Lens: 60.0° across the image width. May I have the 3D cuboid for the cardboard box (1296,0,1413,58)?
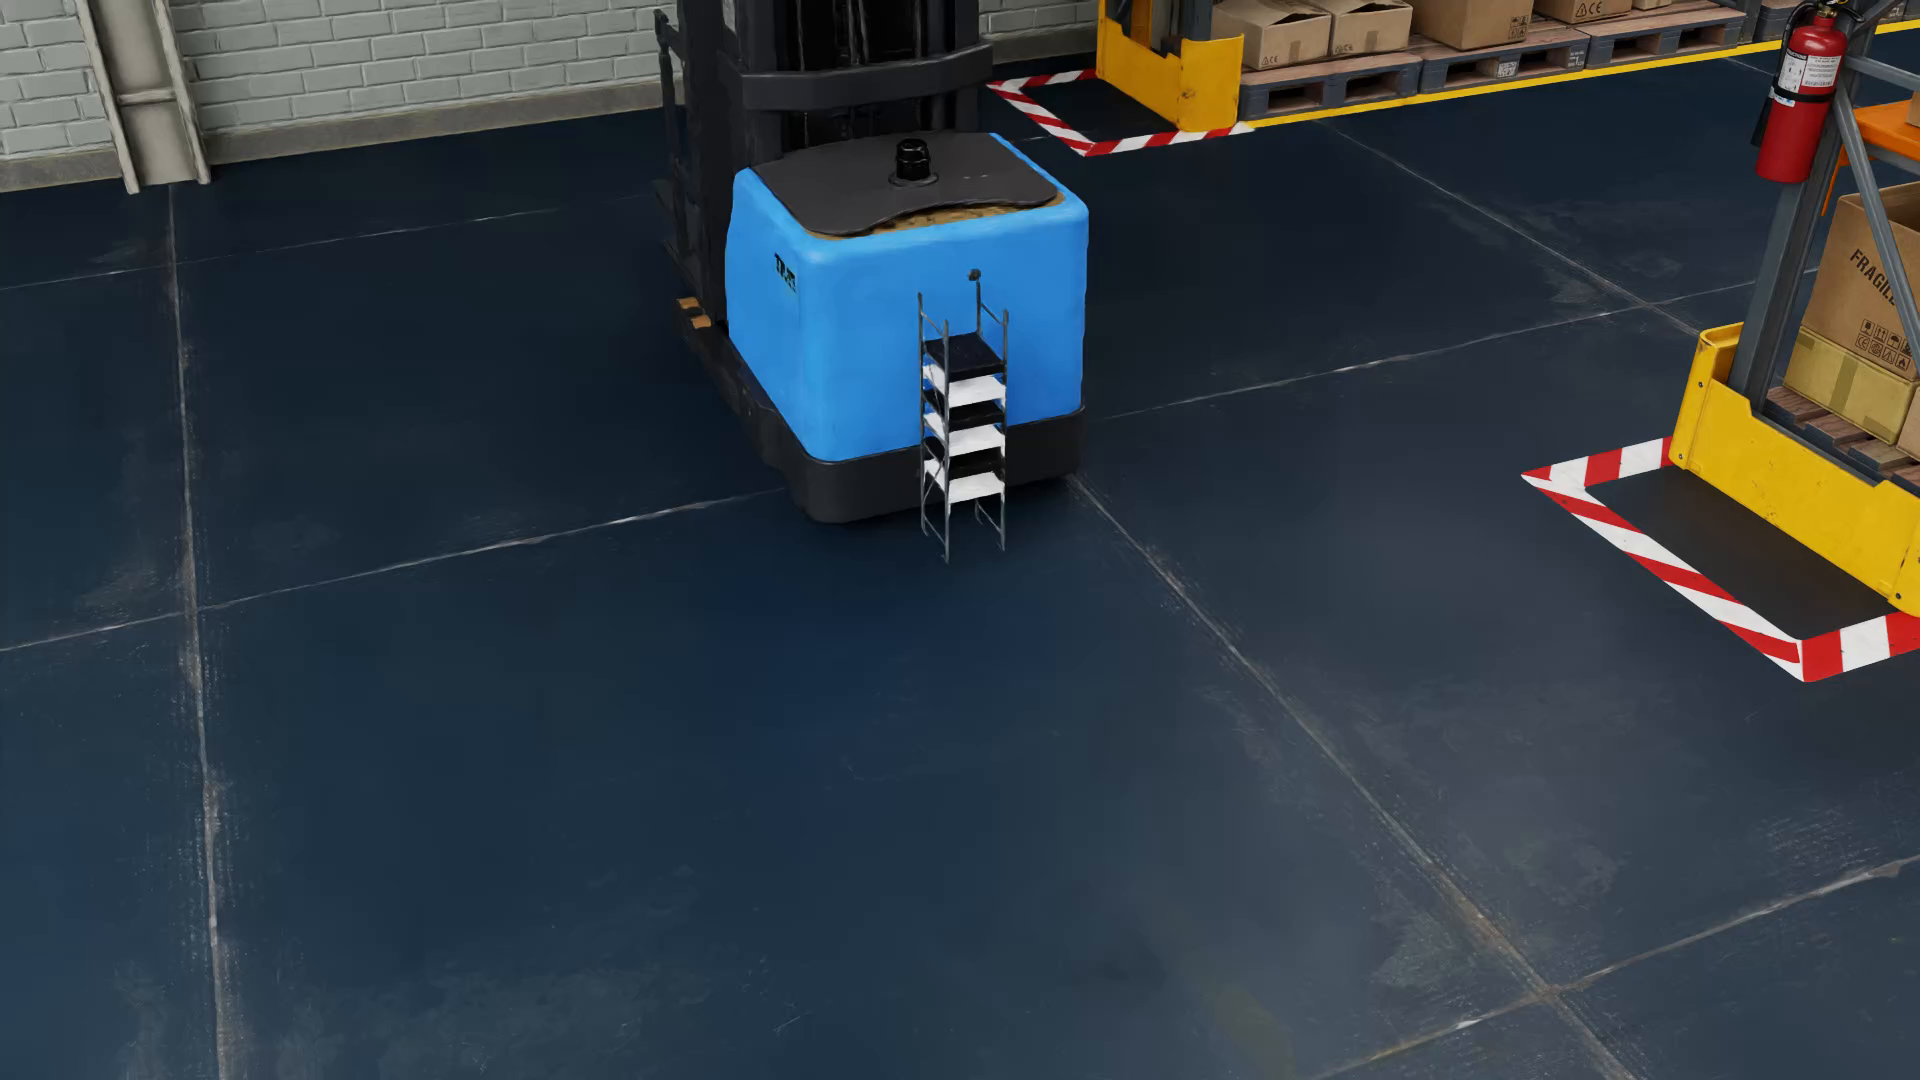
[{"bbox_3d":[2.315,-3.097,9.821,0.500,0.311,0.500,-10,34,-15],"label":"cardboard box"}]

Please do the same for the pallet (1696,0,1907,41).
[{"bbox_3d":[5.522,-3.659,11.180,1.213,0.211,1.003,-13,35,-19],"label":"pallet"}]

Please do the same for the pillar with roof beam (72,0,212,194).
[{"bbox_3d":[-2.439,-3.484,2.854,0.400,9.000,9.100,-13,35,-19],"label":"pillar with roof beam"}]

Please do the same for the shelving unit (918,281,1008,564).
[{"bbox_3d":[0.007,-0.379,5.507,0.210,0.900,0.258,-13,35,-19],"label":"shelving unit"}]

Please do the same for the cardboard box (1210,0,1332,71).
[{"bbox_3d":[1.789,-2.977,9.636,0.500,0.311,0.500,-17,37,-24],"label":"cardboard box"}]

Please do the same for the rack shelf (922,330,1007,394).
[{"bbox_3d":[0.007,-0.577,5.378,0.200,0.077,0.258,-13,35,-19],"label":"rack shelf"}]

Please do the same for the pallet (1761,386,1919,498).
[{"bbox_3d":[3.726,-0.342,6.082,1.213,0.211,1.003,-13,35,-19],"label":"pallet"}]

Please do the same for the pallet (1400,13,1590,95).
[{"bbox_3d":[3.072,-3.075,10.282,1.213,0.211,1.003,-13,35,-19],"label":"pallet"}]

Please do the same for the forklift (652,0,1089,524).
[{"bbox_3d":[-0.586,-2.078,6.256,1.130,2.935,3.031,-13,35,-19],"label":"forklift"}]

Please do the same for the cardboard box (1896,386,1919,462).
[{"bbox_3d":[3.618,-0.353,5.678,0.500,0.250,0.500,-13,35,-19],"label":"cardboard box"}]

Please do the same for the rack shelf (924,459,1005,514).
[{"bbox_3d":[0.007,-0.200,5.624,0.200,0.077,0.258,-13,35,-19],"label":"rack shelf"}]

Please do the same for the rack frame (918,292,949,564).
[{"bbox_3d":[-0.086,-0.357,5.474,0.006,0.900,0.240,-13,35,-19],"label":"rack frame"}]

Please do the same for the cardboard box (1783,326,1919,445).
[{"bbox_3d":[3.418,-0.614,6.079,0.500,0.250,0.500,-13,35,-19],"label":"cardboard box"}]

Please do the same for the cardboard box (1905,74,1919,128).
[{"bbox_3d":[3.473,-1.462,5.155,0.500,0.500,0.700,-13,35,-19],"label":"cardboard box"}]

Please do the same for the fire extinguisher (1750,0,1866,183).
[{"bbox_3d":[2.749,-1.504,5.383,0.183,0.674,0.296,-13,35,-19],"label":"fire extinguisher"}]

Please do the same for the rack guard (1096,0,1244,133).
[{"bbox_3d":[1.186,-2.787,9.574,0.348,0.500,1.175,-13,35,-19],"label":"rack guard"}]

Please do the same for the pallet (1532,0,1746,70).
[{"bbox_3d":[4.199,-3.335,10.681,1.213,0.211,1.003,-13,35,-19],"label":"pallet"}]

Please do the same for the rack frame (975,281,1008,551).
[{"bbox_3d":[0.101,-0.400,5.540,0.006,0.900,0.240,-13,35,-19],"label":"rack frame"}]

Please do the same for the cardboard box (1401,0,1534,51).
[{"bbox_3d":[3.011,-3.306,9.969,0.500,0.500,0.700,-15,36,-22],"label":"cardboard box"}]

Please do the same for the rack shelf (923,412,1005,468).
[{"bbox_3d":[0.007,-0.351,5.525,0.200,0.077,0.258,-13,35,-19],"label":"rack shelf"}]

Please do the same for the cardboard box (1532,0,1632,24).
[{"bbox_3d":[3.863,-3.560,10.360,0.500,0.500,0.500,-16,36,-22],"label":"cardboard box"}]

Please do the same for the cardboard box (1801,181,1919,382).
[{"bbox_3d":[3.417,-0.929,5.876,0.500,0.500,0.500,-13,35,-19],"label":"cardboard box"}]

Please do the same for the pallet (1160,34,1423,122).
[{"bbox_3d":[1.949,-2.819,9.890,1.213,0.211,1.003,-13,35,-19],"label":"pallet"}]

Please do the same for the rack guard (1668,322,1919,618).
[{"bbox_3d":[3.015,-0.275,5.715,0.348,0.500,1.175,-13,35,-19],"label":"rack guard"}]

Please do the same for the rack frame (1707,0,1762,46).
[{"bbox_3d":[4.805,-4.663,10.166,0.127,3.000,1.000,-13,35,-19],"label":"rack frame"}]

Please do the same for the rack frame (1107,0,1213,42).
[{"bbox_3d":[1.116,-3.818,8.868,0.127,3.000,1.000,-13,35,-19],"label":"rack frame"}]

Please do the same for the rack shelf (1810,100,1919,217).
[{"bbox_3d":[4.882,-1.449,5.886,4.000,0.370,1.077,-13,35,-19],"label":"rack shelf"}]

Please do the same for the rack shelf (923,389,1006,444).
[{"bbox_3d":[0.007,-0.426,5.476,0.200,0.077,0.258,-13,35,-19],"label":"rack shelf"}]

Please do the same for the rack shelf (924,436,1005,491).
[{"bbox_3d":[0.007,-0.276,5.574,0.200,0.077,0.258,-13,35,-19],"label":"rack shelf"}]

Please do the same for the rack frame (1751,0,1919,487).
[{"bbox_3d":[3.036,-1.330,5.043,0.053,2.616,0.949,-13,35,-19],"label":"rack frame"}]

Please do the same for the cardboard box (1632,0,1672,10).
[{"bbox_3d":[4.323,-3.532,10.622,0.250,0.166,0.380,-18,37,-25],"label":"cardboard box"}]

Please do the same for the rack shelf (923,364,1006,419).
[{"bbox_3d":[0.007,-0.502,5.427,0.200,0.077,0.258,-13,35,-19],"label":"rack shelf"}]
